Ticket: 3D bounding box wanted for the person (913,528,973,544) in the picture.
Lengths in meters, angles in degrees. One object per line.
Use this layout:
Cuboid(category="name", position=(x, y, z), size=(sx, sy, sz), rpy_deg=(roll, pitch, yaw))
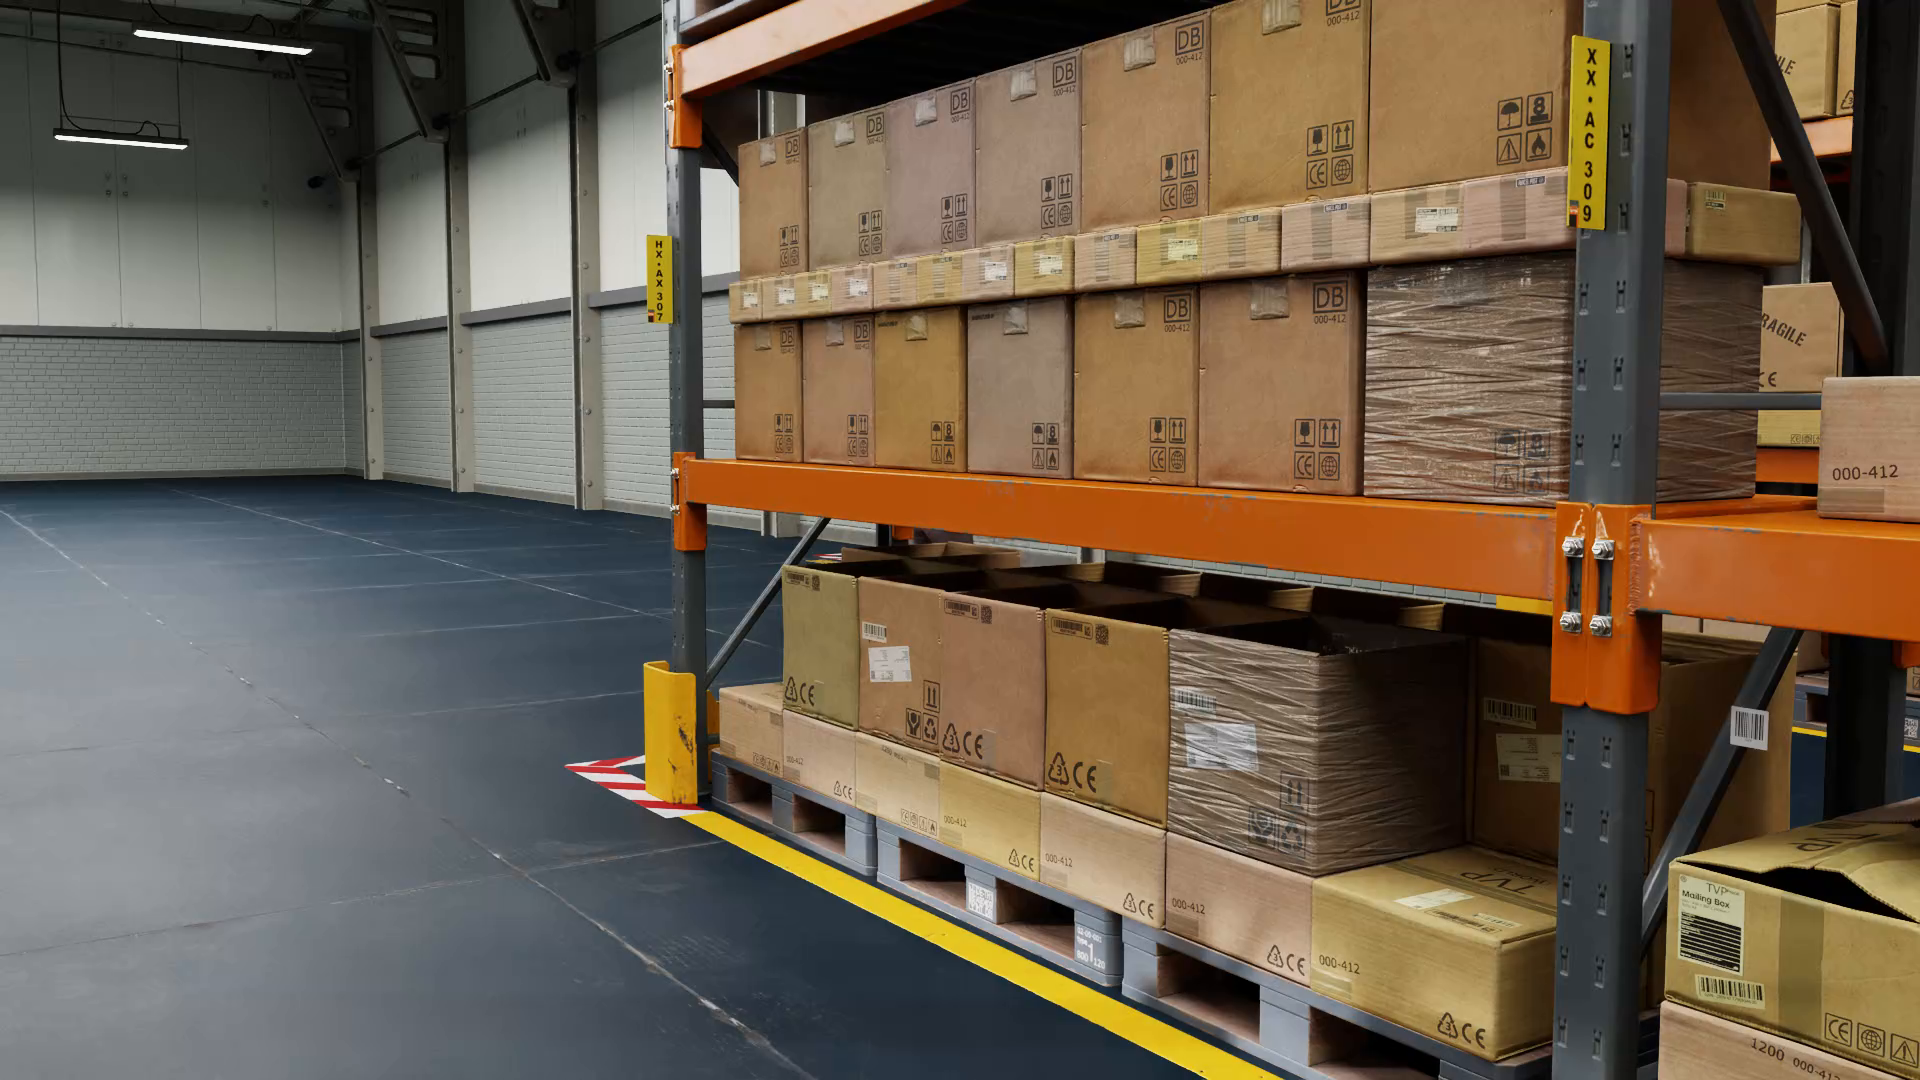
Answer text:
Cuboid(category="person", position=(-0.039, -0.115, 9.444), size=(0.560, 1.711, 0.494), rpy_deg=(-3, 6, -33))
